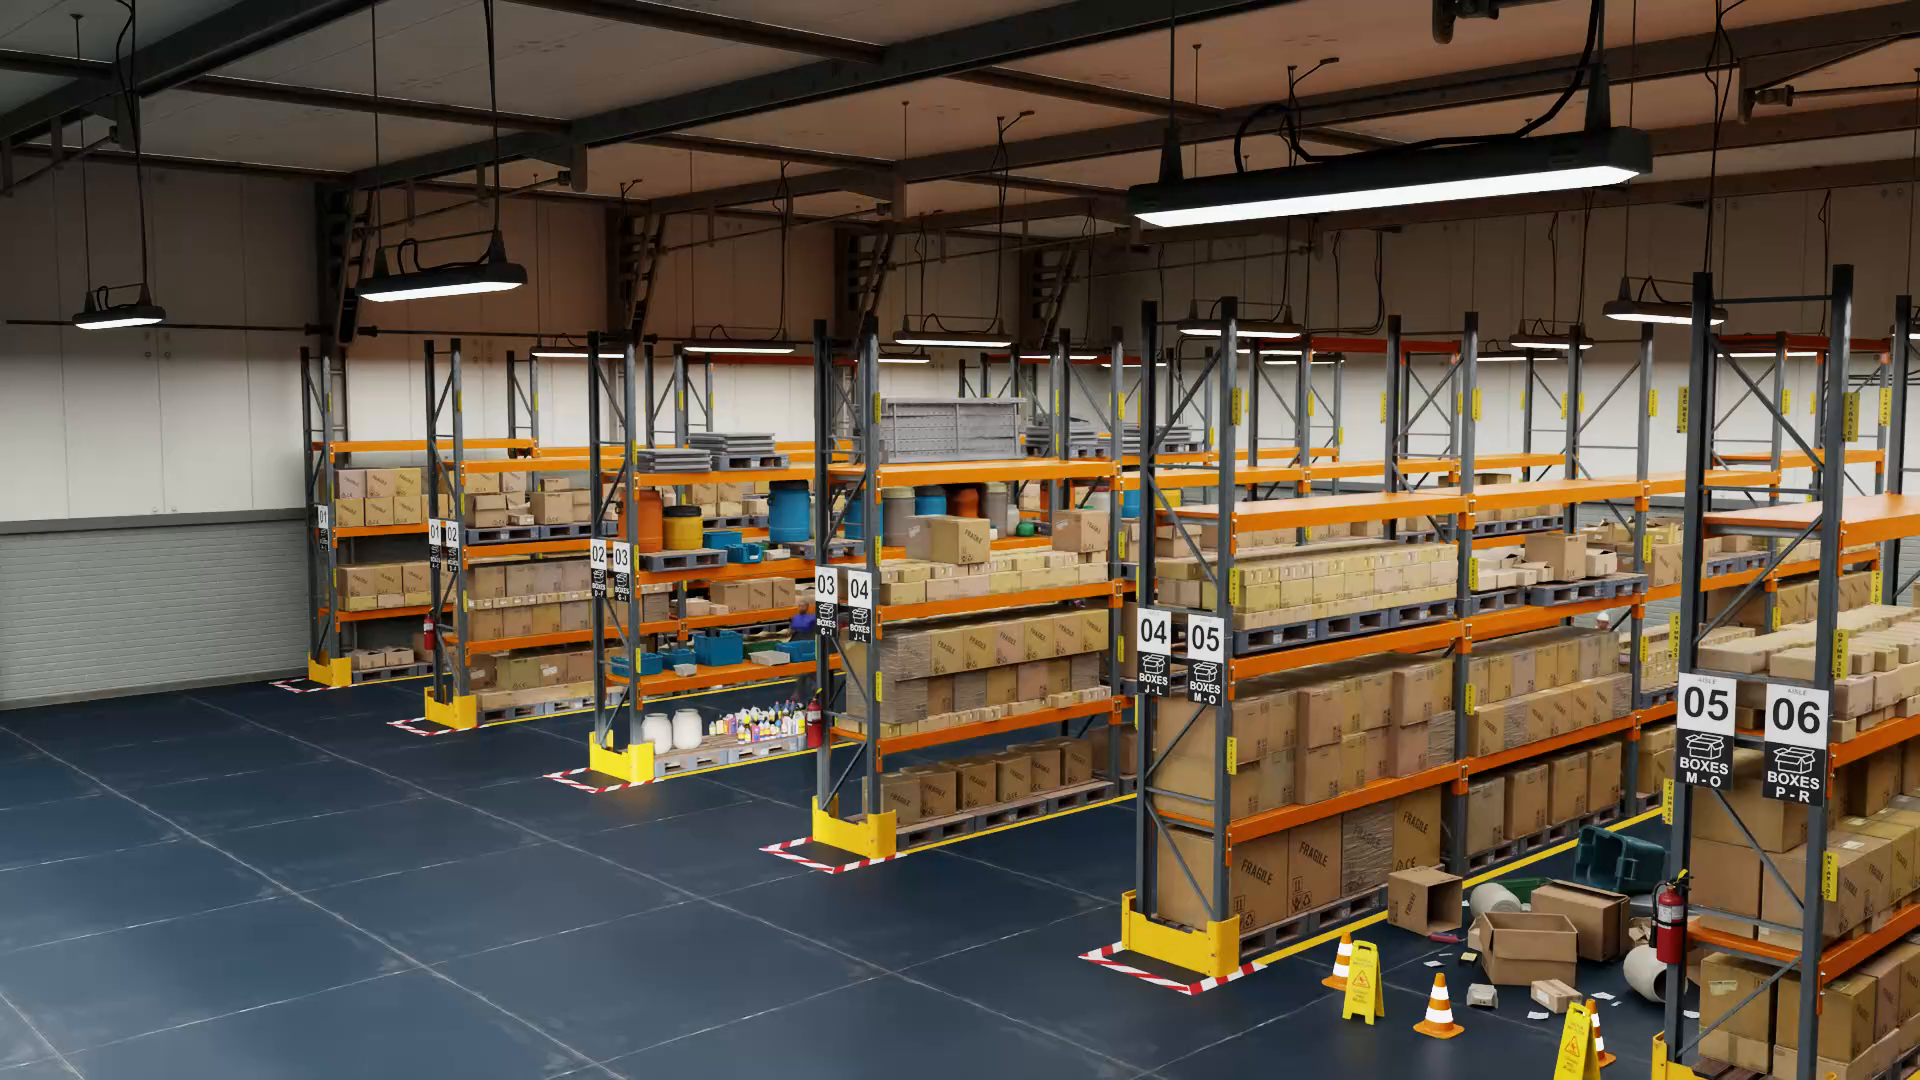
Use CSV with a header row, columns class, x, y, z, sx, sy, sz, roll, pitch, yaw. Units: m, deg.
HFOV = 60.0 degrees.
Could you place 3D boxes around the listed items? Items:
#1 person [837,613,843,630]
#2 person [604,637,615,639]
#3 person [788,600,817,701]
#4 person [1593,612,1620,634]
class,x,y,z,sx,sy,sz,roll,pitch,yaw
person,-2.591,1.194,35.526,0.599,1.677,0.650,4,7,41
person,-6.633,1.634,30.838,0.686,1.745,0.876,0,5,-3
person,-2.650,1.841,28.309,0.558,1.665,0.927,4,6,35
person,10.358,1.965,26.723,0.981,1.653,0.719,-4,6,-39
